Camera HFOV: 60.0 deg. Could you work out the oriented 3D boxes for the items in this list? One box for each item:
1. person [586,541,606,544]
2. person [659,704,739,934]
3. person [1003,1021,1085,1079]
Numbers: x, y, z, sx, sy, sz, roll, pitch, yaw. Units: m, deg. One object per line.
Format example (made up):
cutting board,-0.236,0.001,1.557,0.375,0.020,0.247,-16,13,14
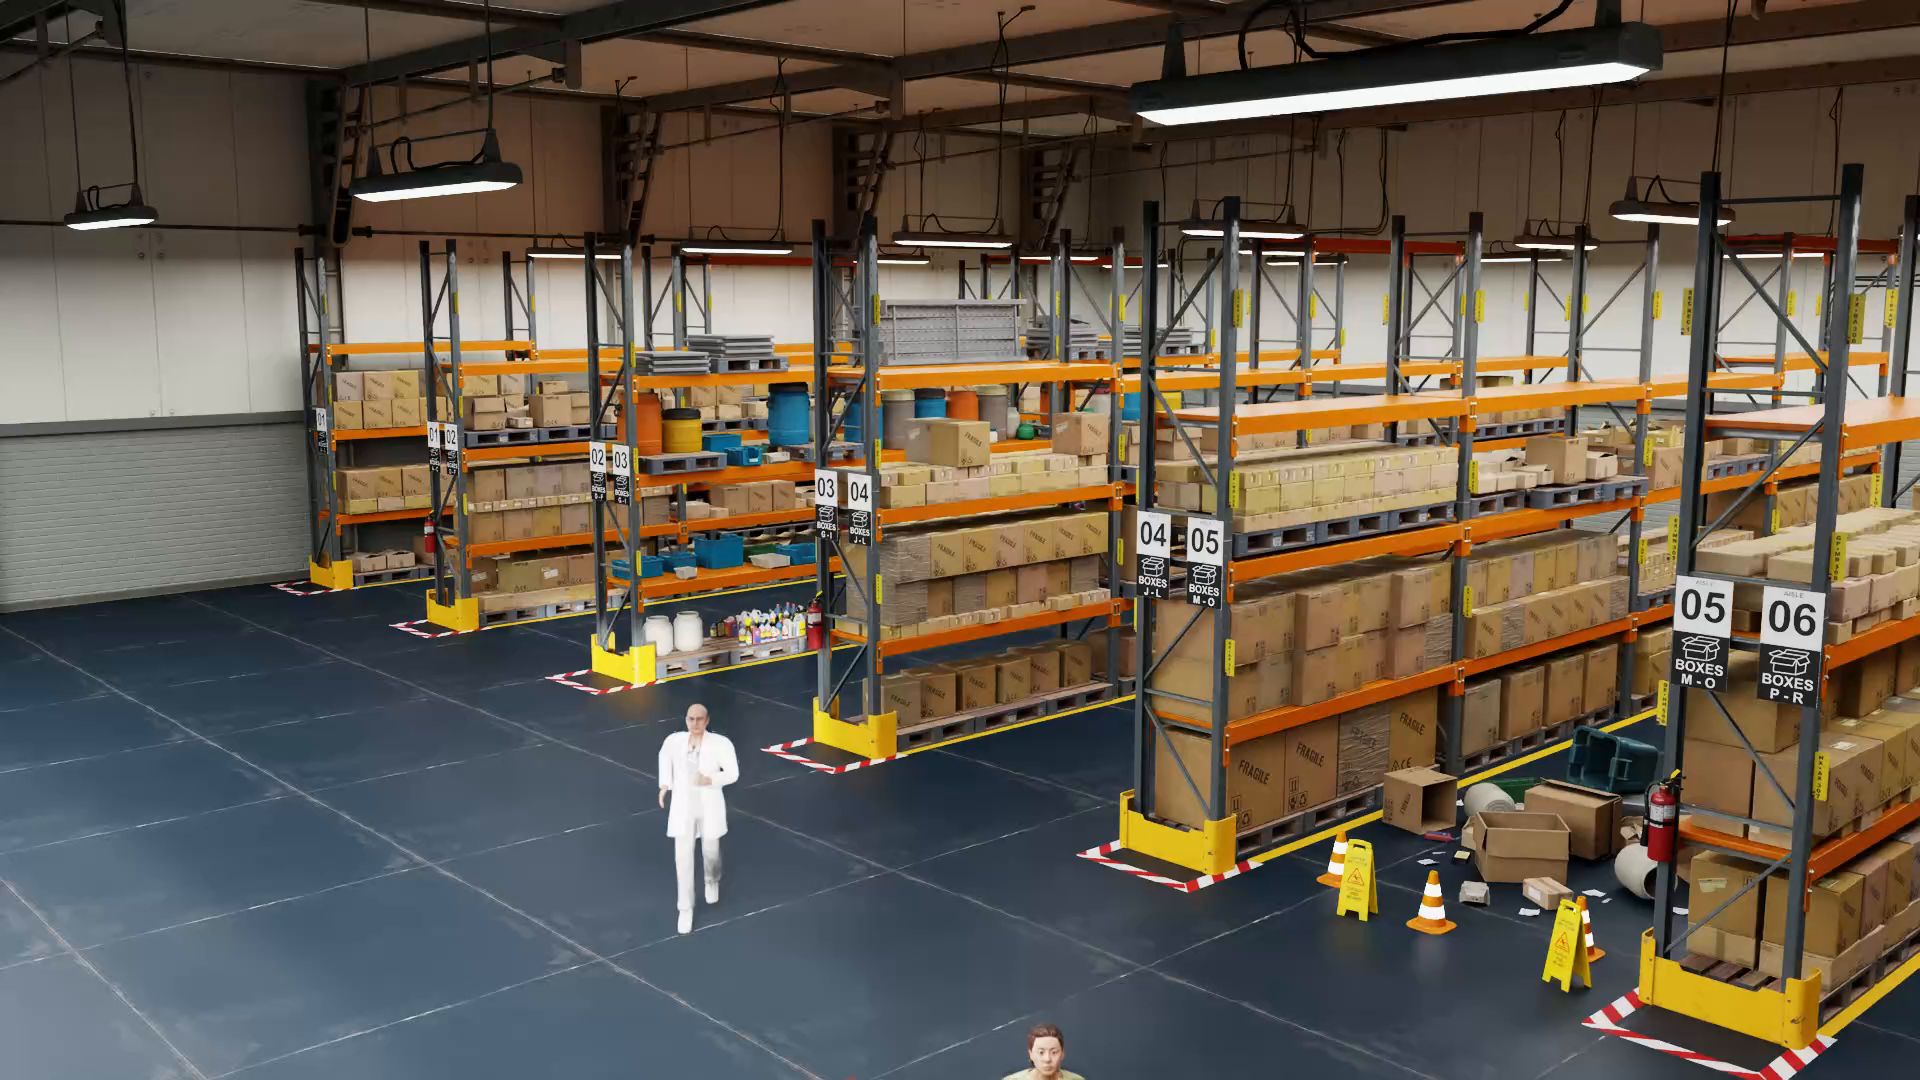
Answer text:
person,-6.498,-0.077,30.031,0.644,1.772,0.793,8,11,43
person,-2.178,2.240,13.836,0.694,1.788,0.994,0,8,-2
person,0.414,3.173,8.241,0.596,1.624,0.539,-1,8,-6
